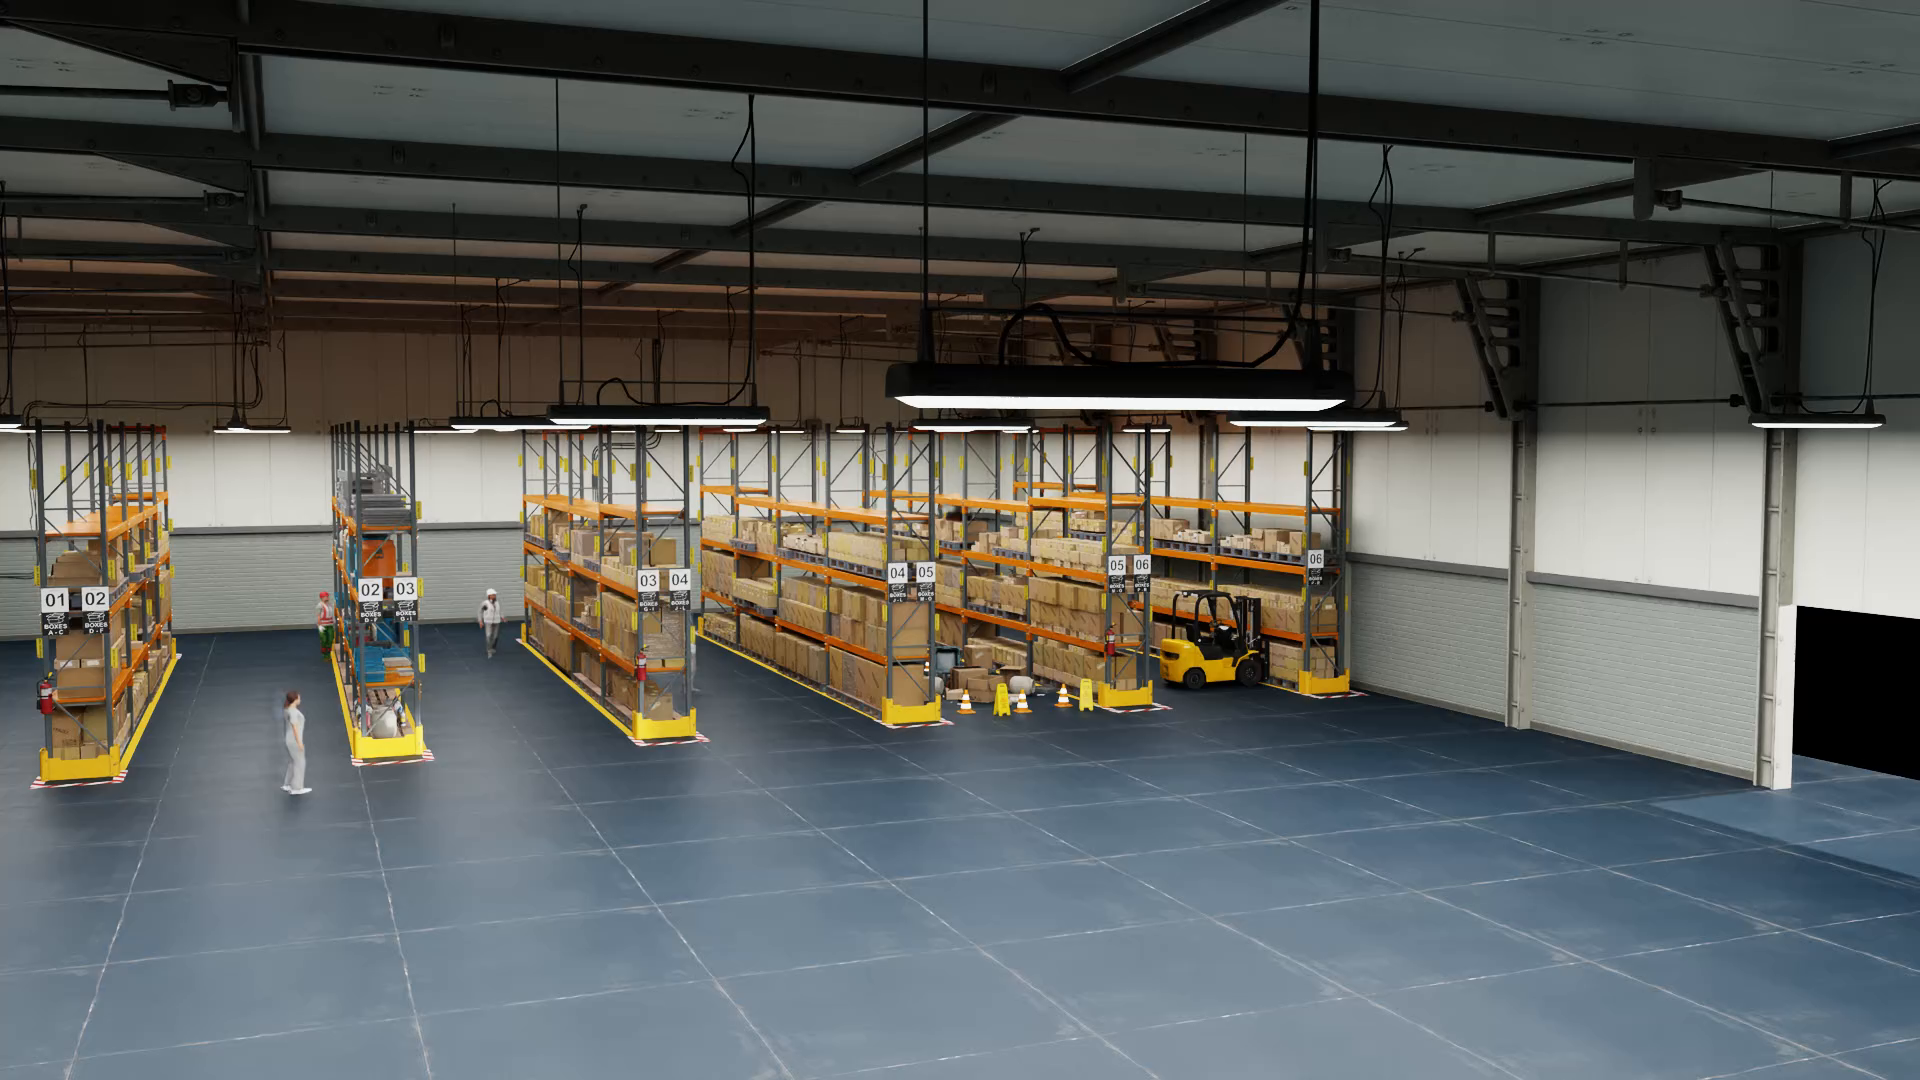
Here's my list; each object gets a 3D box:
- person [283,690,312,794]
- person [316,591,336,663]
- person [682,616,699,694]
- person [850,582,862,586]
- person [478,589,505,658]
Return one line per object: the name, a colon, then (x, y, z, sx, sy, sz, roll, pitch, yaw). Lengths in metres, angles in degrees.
person: (-10.657, 3.255, 26.673, 0.446, 1.708, 0.518, -1, 4, -18)
person: (-16.080, 2.219, 42.303, 0.576, 1.831, 0.538, 2, 4, 34)
person: (-6.056, 2.568, 37.183, 0.426, 1.843, 0.628, 0, 4, 5)
person: (-3.197, 1.664, 52.072, 0.547, 1.612, 0.853, 3, 5, 38)
person: (-12.215, 2.166, 43.355, 0.677, 1.778, 0.940, -1, 4, -20)
